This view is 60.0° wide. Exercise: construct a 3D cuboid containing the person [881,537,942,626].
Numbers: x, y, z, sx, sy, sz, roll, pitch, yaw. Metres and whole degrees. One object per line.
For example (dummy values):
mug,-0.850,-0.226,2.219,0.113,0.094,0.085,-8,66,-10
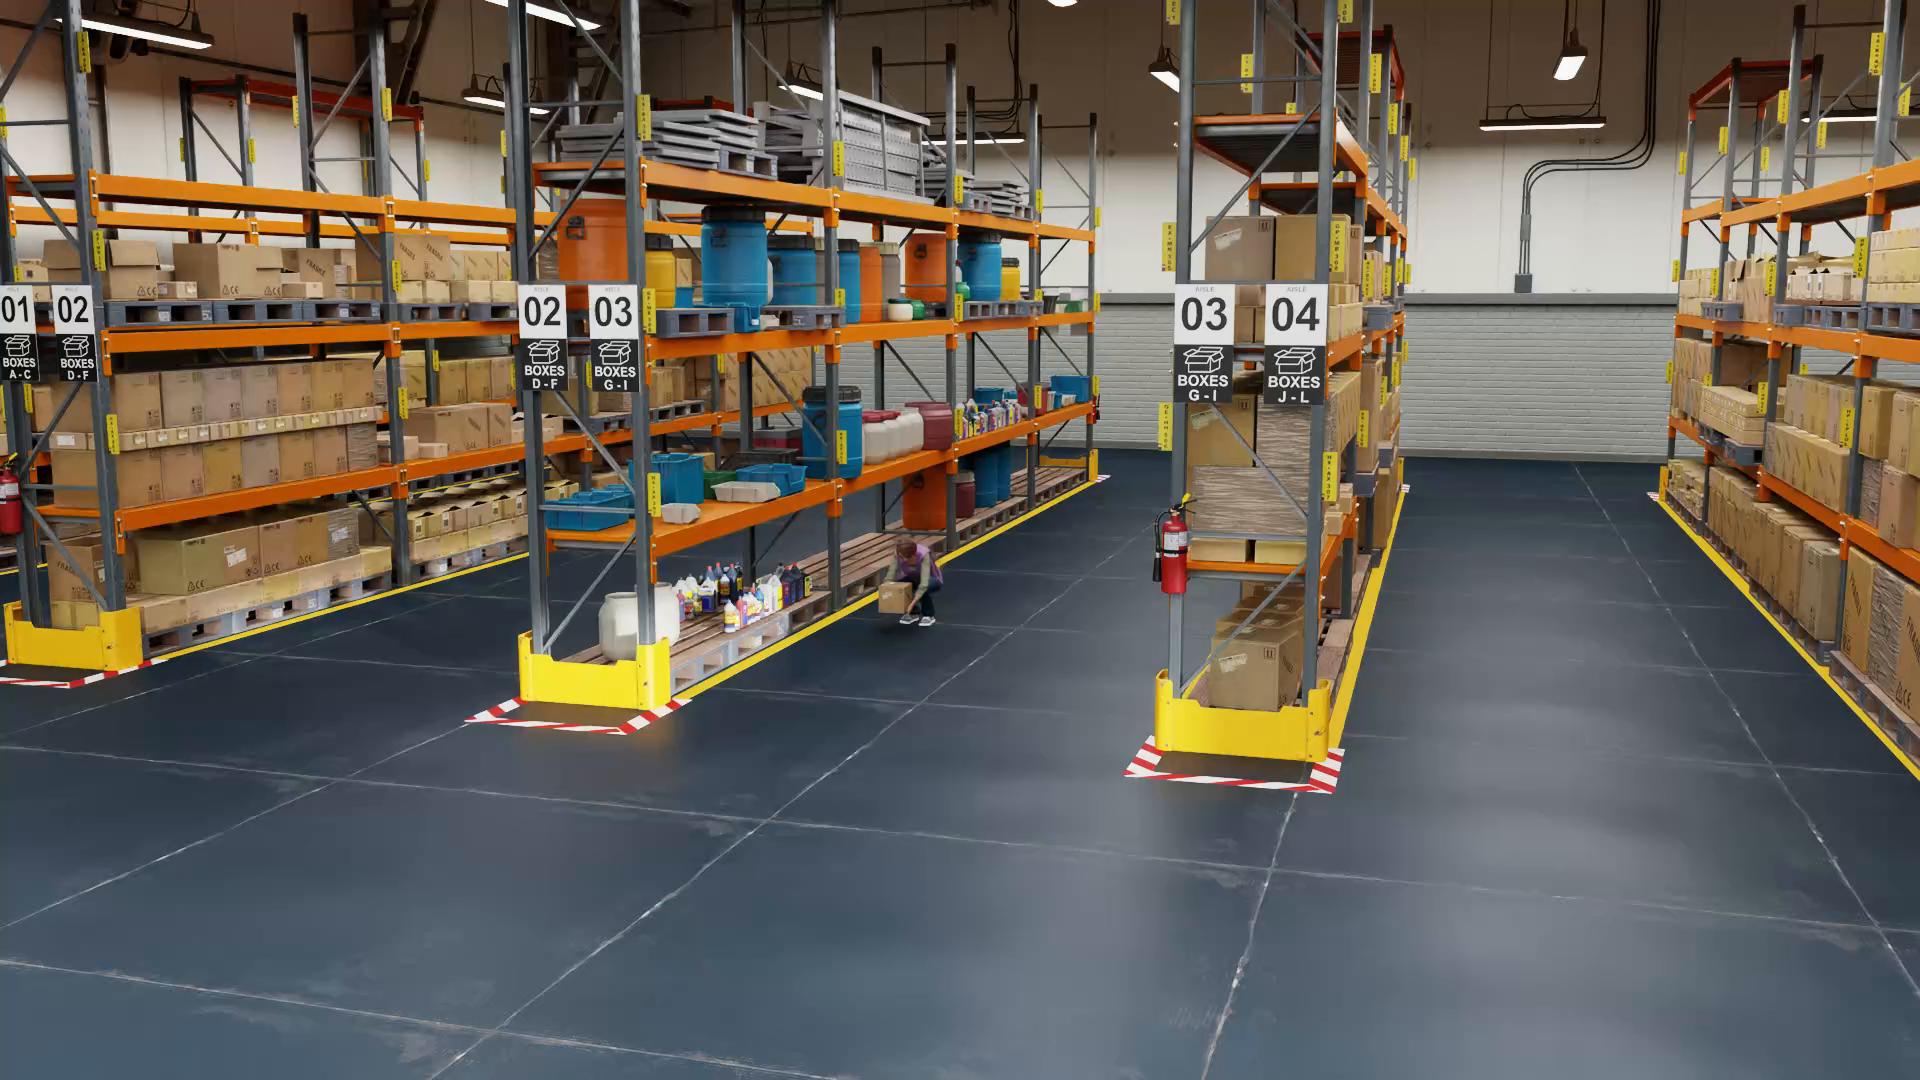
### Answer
person,-0.430,0.383,15.738,0.476,0.889,0.820,5,10,28
